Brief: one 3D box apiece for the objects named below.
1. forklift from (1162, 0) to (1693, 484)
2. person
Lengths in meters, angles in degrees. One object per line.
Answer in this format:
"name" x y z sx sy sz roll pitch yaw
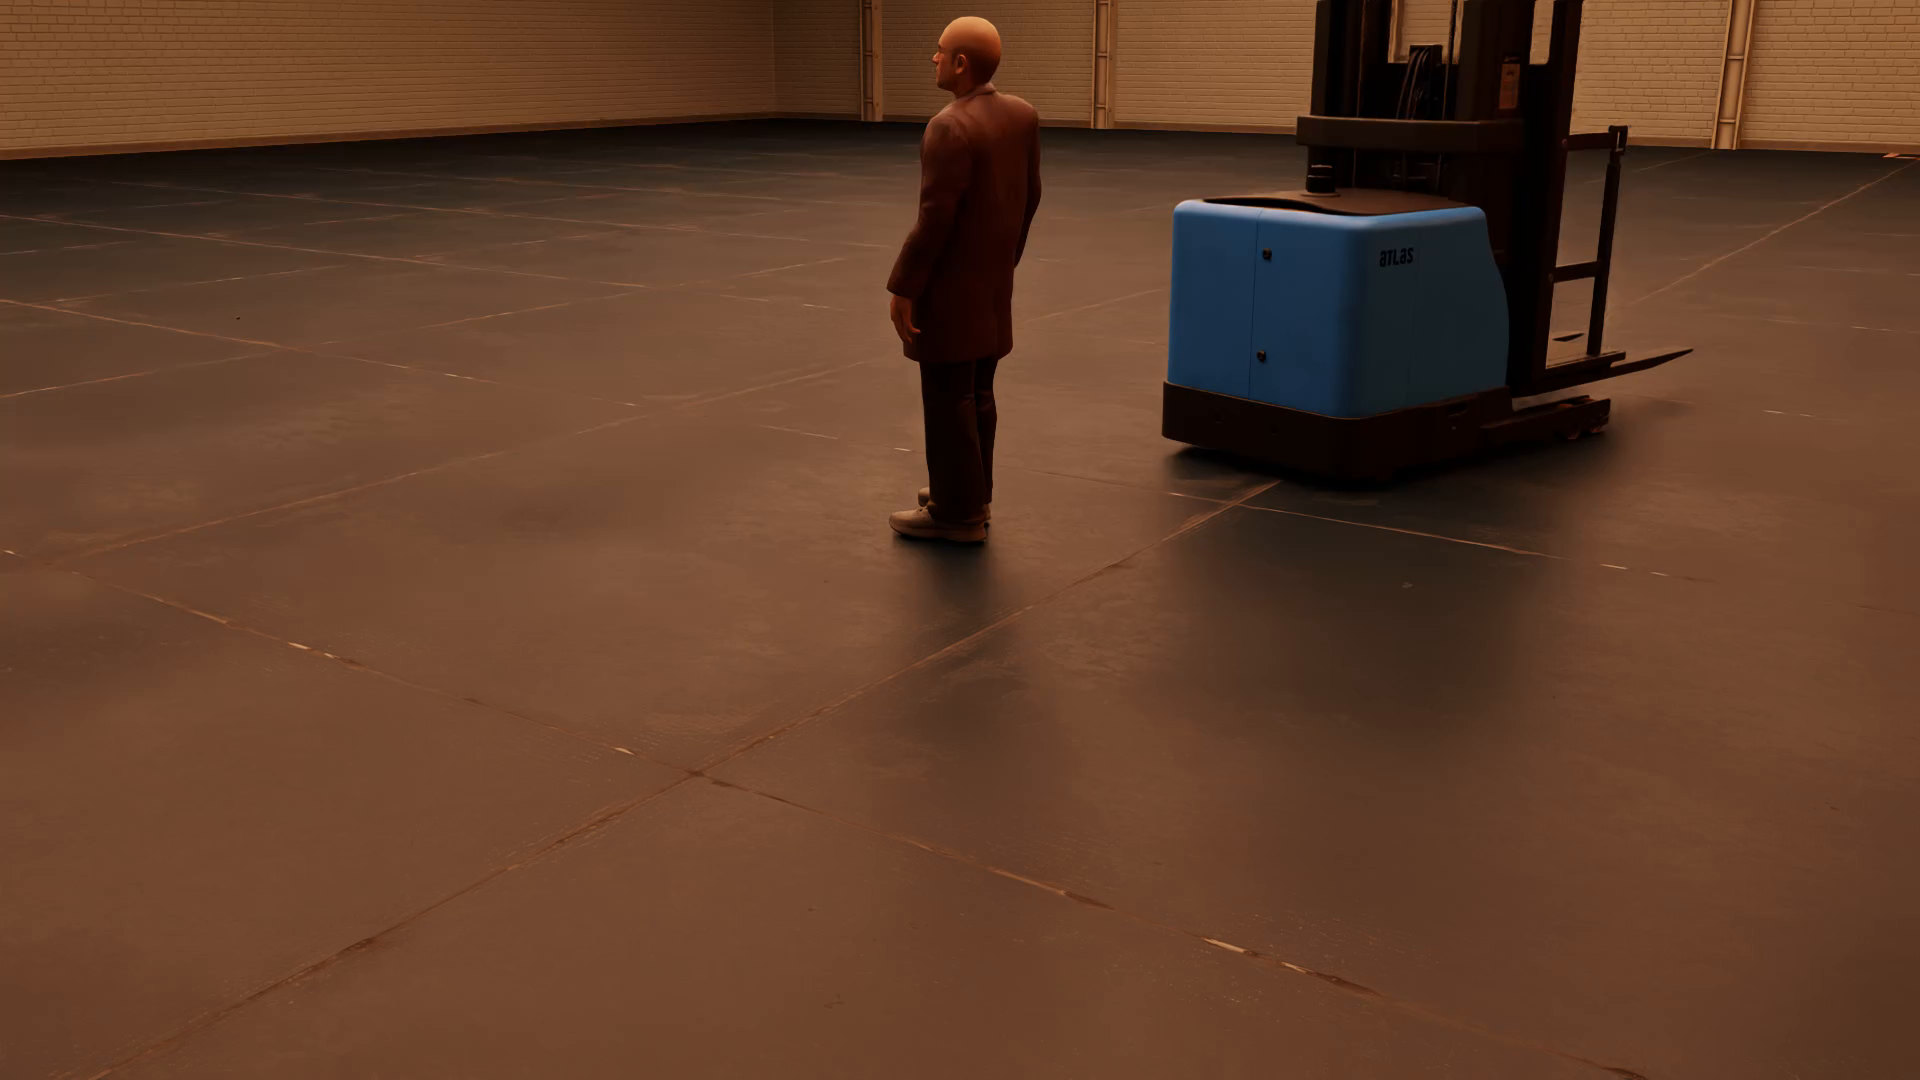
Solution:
"forklift" 2.332 -1.955 7.369 3.031 2.935 1.130 -13 21 -38
"person" -0.074 -0.875 5.745 0.579 1.777 0.698 11 20 33
